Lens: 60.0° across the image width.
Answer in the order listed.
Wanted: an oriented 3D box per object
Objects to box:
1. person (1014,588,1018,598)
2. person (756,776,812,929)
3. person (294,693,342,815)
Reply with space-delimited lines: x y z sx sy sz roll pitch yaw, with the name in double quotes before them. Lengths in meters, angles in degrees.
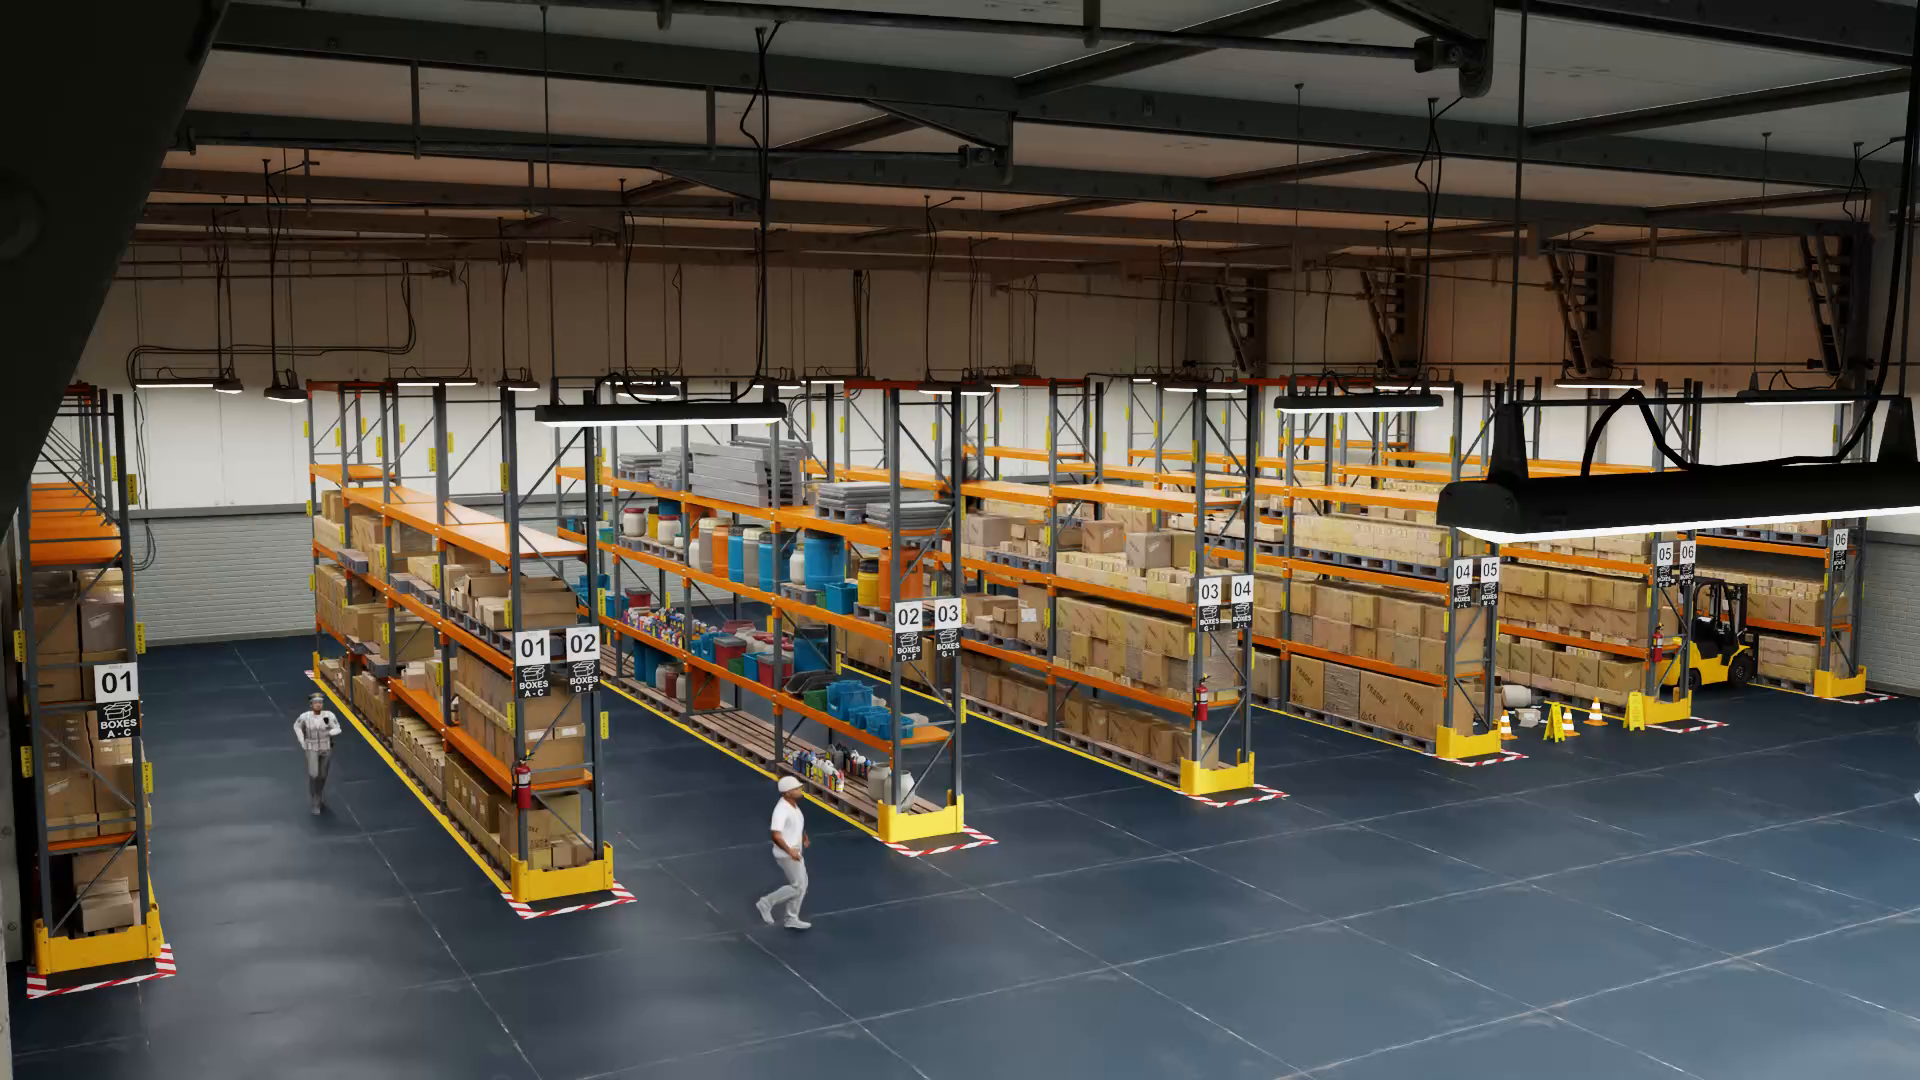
"person" 1.526 1.088 41.769 0.914 1.637 0.649 3 7 28
"person" -1.973 3.497 18.628 0.607 1.740 0.721 0 6 1
"person" -9.091 3.006 23.590 0.596 1.748 0.735 -4 7 -31
